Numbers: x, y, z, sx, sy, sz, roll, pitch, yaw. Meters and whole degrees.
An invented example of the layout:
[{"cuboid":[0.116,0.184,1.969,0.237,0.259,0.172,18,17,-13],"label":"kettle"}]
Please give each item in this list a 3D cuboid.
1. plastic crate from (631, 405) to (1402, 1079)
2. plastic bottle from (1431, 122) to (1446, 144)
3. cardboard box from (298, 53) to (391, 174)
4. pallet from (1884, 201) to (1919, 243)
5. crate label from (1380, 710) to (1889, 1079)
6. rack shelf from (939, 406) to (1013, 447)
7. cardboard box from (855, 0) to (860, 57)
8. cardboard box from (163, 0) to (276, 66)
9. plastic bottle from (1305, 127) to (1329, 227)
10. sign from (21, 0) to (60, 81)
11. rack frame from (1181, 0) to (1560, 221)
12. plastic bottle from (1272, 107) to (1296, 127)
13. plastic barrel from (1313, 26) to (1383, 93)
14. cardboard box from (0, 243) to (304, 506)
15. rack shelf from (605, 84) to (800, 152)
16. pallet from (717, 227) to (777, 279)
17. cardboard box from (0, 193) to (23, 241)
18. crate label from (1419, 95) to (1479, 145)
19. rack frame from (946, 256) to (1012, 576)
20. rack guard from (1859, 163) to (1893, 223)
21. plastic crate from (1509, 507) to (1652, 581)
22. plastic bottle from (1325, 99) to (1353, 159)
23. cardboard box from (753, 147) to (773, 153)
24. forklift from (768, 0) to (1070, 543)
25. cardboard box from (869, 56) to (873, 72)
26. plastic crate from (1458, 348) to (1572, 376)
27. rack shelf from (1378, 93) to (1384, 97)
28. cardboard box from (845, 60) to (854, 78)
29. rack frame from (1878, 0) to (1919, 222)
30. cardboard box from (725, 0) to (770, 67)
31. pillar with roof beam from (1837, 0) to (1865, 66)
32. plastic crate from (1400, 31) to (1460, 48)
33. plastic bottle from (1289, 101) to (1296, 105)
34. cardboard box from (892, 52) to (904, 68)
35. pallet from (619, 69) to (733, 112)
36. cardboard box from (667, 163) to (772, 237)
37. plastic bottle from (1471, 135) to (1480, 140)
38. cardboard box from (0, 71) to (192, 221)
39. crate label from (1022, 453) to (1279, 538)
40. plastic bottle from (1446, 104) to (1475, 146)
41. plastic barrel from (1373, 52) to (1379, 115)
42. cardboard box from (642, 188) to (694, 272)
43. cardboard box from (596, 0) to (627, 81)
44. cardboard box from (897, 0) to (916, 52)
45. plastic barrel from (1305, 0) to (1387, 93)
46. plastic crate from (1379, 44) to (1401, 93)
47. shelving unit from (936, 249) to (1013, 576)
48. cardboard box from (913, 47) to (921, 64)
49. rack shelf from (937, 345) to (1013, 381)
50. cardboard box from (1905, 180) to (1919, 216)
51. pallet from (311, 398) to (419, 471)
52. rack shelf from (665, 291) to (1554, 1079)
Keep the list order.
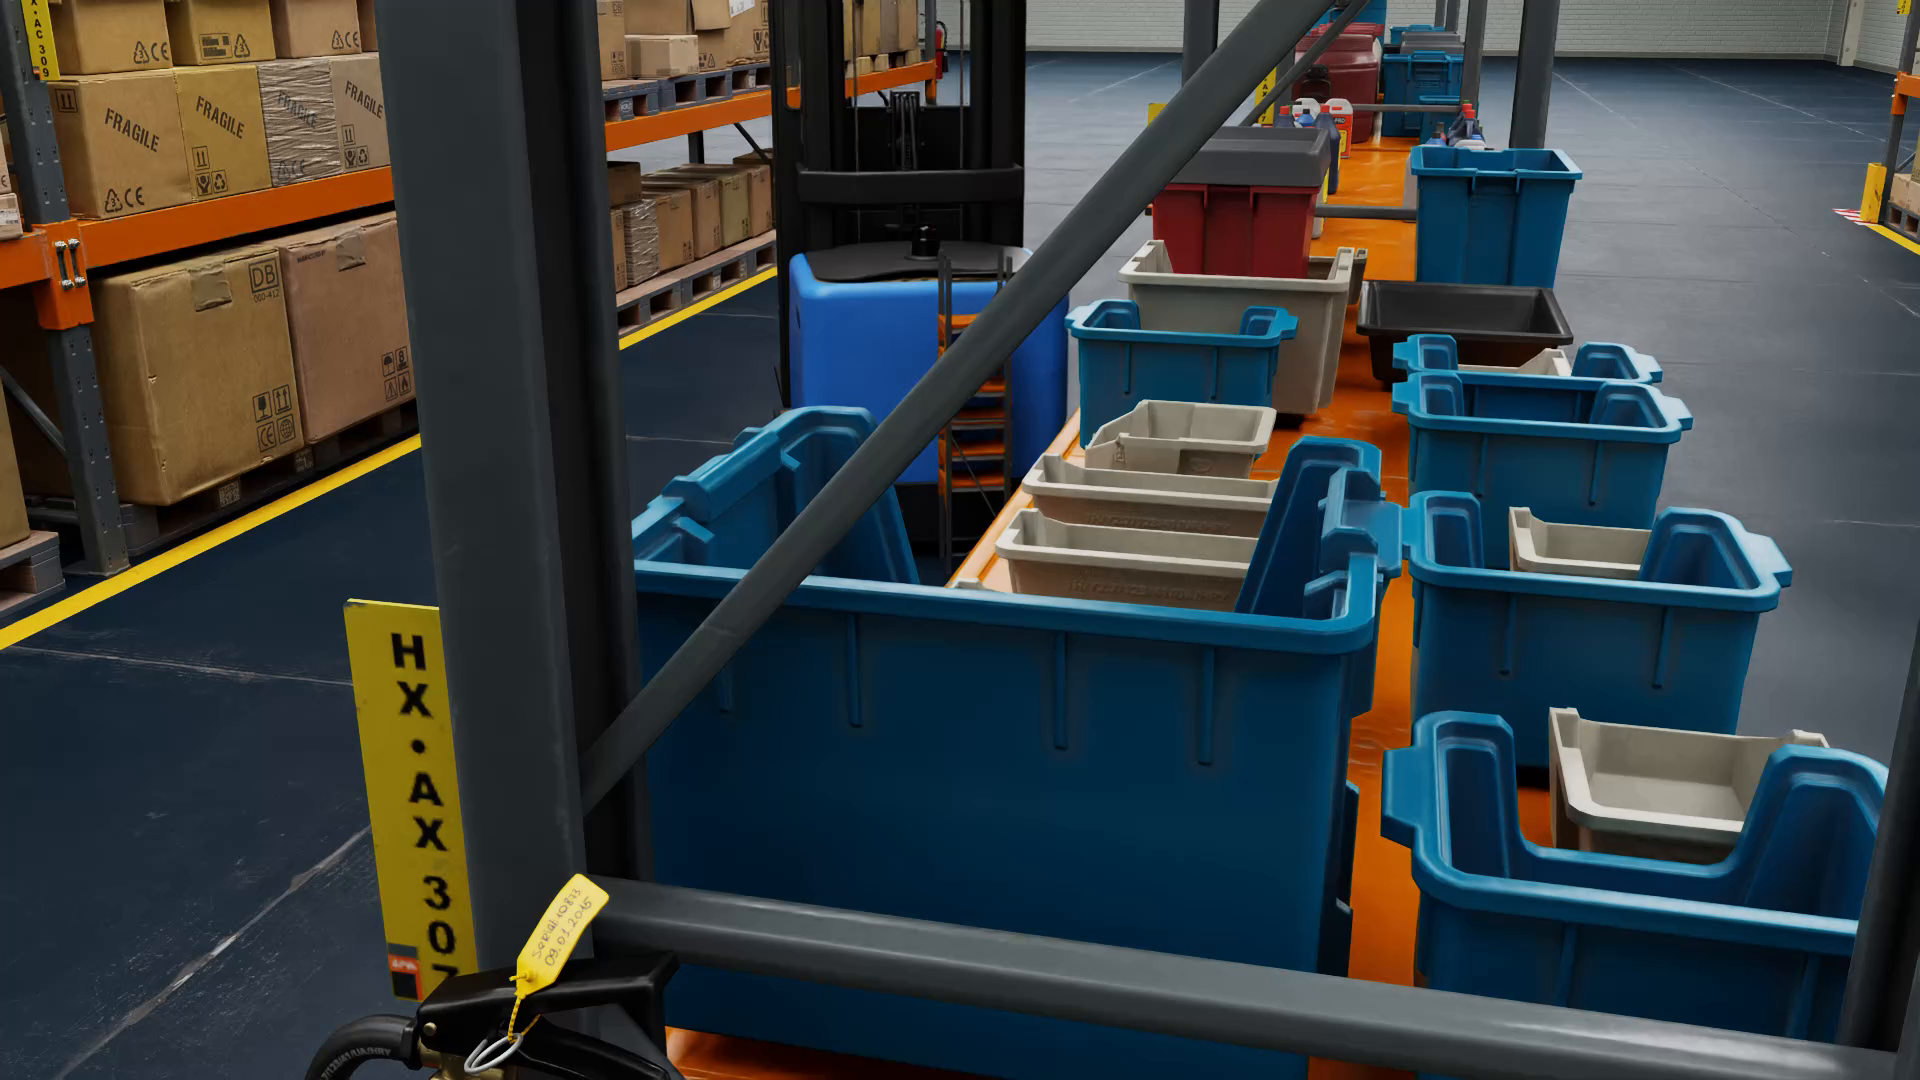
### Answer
[{"cuboid":[0.054,0.150,1.459,0.616,0.435,0.499,5,19,13],"label":"plastic crate"},{"cuboid":[1.958,-1.572,6.829,0.061,0.283,0.133,5,19,13],"label":"plastic bottle"},{"cuboid":[-2.952,-1.978,7.684,0.500,0.500,0.500,5,19,14],"label":"cardboard box"},{"cuboid":[8.718,-2.745,14.397,1.003,0.211,1.213,5,19,13],"label":"pallet"},{"cuboid":[0.533,0.315,1.292,0.416,0.233,0.303,5,19,13],"label":"crate label"},{"cuboid":[0.054,-0.426,6.215,0.258,0.103,0.180,-3,19,-8],"label":"rack shelf"},{"cuboid":[-1.367,-4.480,14.548,0.875,0.500,0.500,5,19,13],"label":"cardboard box"},{"cuboid":[-3.345,-2.267,6.976,0.797,0.503,0.637,5,19,14],"label":"cardboard box"},{"cuboid":[1.223,-1.276,5.858,0.144,0.351,0.185,5,19,13],"label":"plastic bottle"},{"cuboid":[-3.134,-1.733,5.660,0.100,0.325,0.005,5,19,13],"label":"sign"},{"cuboid":[1.130,-0.938,4.794,1.000,3.000,0.127,5,19,13],"label":"rack frame"},{"cuboid":[1.307,-1.574,6.732,0.144,0.351,0.185,5,19,13],"label":"plastic bottle"},{"cuboid":[2.459,-2.998,10.613,0.433,0.535,0.433,0,19,0],"label":"plastic barrel"},{"cuboid":[-3.535,-0.725,6.807,1.225,0.875,0.875,5,19,14],"label":"cardboard box"},{"cuboid":[-2.206,-2.870,11.562,1.077,0.370,4.000,5,19,13],"label":"rack shelf"},{"cuboid":[-1.907,-2.273,13.017,1.003,0.211,1.213,5,19,13],"label":"pallet"},{"cuboid":[-3.429,-1.089,5.625,0.380,0.149,0.250,5,19,14],"label":"cardboard box"},{"cuboid":[2.574,-2.215,8.792,0.303,0.233,0.416,5,19,13],"label":"crate label"},{"cuboid":[0.068,-0.439,6.115,0.240,1.200,0.006,-3,19,-8],"label":"rack frame"},{"cuboid":[8.870,-3.132,15.083,1.175,0.500,0.348,5,19,13],"label":"rack guard"},{"cuboid":[0.857,0.054,2.205,0.250,0.136,0.298,5,19,13],"label":"plastic crate"},{"cuboid":[1.836,-2.011,8.128,0.152,0.276,0.135,5,19,13],"label":"plastic bottle"},{"cuboid":[-1.449,-3.155,14.502,0.500,0.500,0.500,12,22,31],"label":"cardboard box"},{"cuboid":[-0.301,-1.797,7.413,1.130,2.935,3.031,-3,19,-8],"label":"forklift"},{"cuboid":[-1.003,-4.315,15.069,0.380,0.149,0.250,5,19,13],"label":"cardboard box"},{"cuboid":[0.996,-0.273,3.160,0.293,0.136,0.466,5,19,13],"label":"plastic crate"},{"cuboid":[3.574,-3.732,14.087,1.077,0.370,4.000,5,19,13],"label":"rack shelf"},{"cuboid":[-1.113,-4.074,14.363,0.380,0.149,0.250,5,19,13],"label":"cardboard box"},{"cuboid":[8.865,-4.307,14.657,1.000,3.000,0.127,5,19,13],"label":"rack frame"},{"cuboid":[-2.048,-4.082,12.419,1.000,1.000,1.000,5,19,14],"label":"cardboard box"},{"cuboid":[17.492,-16.211,40.228,9.100,9.000,0.400,5,19,13],"label":"pillar with roof beam"},{"cuboid":[3.263,-3.300,11.610,0.402,0.464,0.583,5,19,13],"label":"plastic crate"},{"cuboid":[1.564,-1.927,7.870,0.061,0.283,0.133,5,19,13],"label":"plastic bottle"},{"cuboid":[-0.759,-4.628,15.986,0.380,0.149,0.250,5,19,13],"label":"cardboard box"},{"cuboid":[-2.251,-3.116,11.467,1.003,0.211,1.213,5,19,13],"label":"pallet"},{"cuboid":[-1.889,-2.672,13.055,0.700,0.500,0.500,3,19,9],"label":"cardboard box"},{"cuboid":[1.975,-1.420,6.404,0.097,0.271,0.097,0,19,0],"label":"plastic bottle"},{"cuboid":[-3.318,-1.501,6.288,0.500,0.500,0.500,5,19,14],"label":"cardboard box"},{"cuboid":[0.306,-0.037,2.471,0.396,0.136,0.243,5,19,13],"label":"crate label"},{"cuboid":[2.064,-1.604,6.818,0.144,0.351,0.185,5,19,13],"label":"plastic bottle"},{"cuboid":[2.152,-2.584,9.440,0.421,0.512,0.421,0,19,0],"label":"plastic barrel"},{"cuboid":[-2.296,-2.173,11.596,0.700,0.500,0.500,6,20,18],"label":"cardboard box"},{"cuboid":[-2.563,-3.185,10.566,0.700,0.500,0.500,8,20,21],"label":"cardboard box"},{"cuboid":[-0.907,-4.942,15.902,0.875,0.500,0.500,5,19,13],"label":"cardboard box"},{"cuboid":[2.697,-3.586,11.770,0.600,0.901,0.708,5,19,13],"label":"plastic barrel"},{"cuboid":[3.336,-3.571,12.597,0.767,0.338,0.504,5,19,13],"label":"plastic crate"},{"cuboid":[0.054,-0.468,6.201,0.258,1.200,0.189,-3,19,-8],"label":"shelving unit"},{"cuboid":[-0.610,-4.866,16.683,0.380,0.149,0.250,5,19,13],"label":"cardboard box"},{"cuboid":[0.054,-0.653,6.138,0.258,0.103,0.180,-3,19,-8],"label":"rack shelf"},{"cuboid":[8.399,-2.897,14.134,0.500,0.250,0.500,5,19,13],"label":"cardboard box"},{"cuboid":[-3.261,-0.641,8.239,1.003,0.211,1.213,5,19,13],"label":"pallet"},{"cuboid":[0.642,0.029,3.075,1.077,0.370,4.000,5,19,13],"label":"rack shelf"}]
